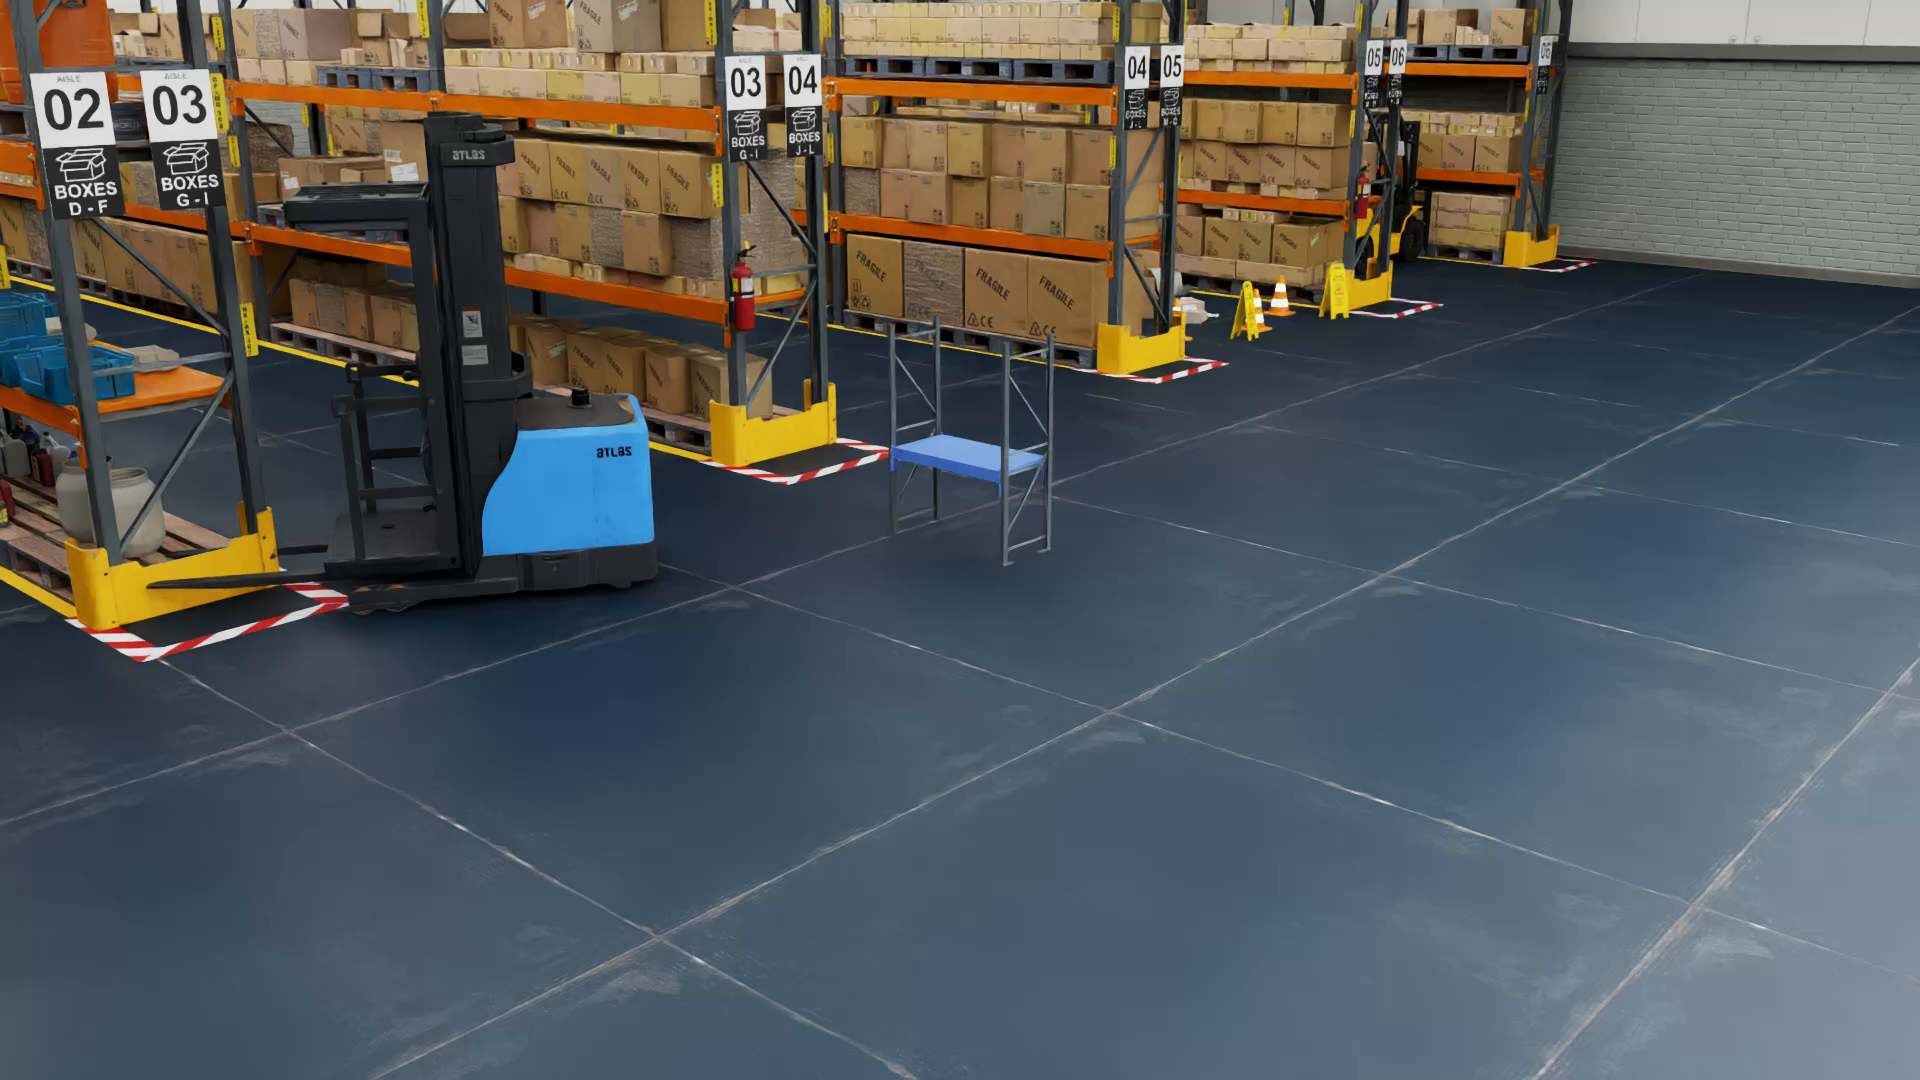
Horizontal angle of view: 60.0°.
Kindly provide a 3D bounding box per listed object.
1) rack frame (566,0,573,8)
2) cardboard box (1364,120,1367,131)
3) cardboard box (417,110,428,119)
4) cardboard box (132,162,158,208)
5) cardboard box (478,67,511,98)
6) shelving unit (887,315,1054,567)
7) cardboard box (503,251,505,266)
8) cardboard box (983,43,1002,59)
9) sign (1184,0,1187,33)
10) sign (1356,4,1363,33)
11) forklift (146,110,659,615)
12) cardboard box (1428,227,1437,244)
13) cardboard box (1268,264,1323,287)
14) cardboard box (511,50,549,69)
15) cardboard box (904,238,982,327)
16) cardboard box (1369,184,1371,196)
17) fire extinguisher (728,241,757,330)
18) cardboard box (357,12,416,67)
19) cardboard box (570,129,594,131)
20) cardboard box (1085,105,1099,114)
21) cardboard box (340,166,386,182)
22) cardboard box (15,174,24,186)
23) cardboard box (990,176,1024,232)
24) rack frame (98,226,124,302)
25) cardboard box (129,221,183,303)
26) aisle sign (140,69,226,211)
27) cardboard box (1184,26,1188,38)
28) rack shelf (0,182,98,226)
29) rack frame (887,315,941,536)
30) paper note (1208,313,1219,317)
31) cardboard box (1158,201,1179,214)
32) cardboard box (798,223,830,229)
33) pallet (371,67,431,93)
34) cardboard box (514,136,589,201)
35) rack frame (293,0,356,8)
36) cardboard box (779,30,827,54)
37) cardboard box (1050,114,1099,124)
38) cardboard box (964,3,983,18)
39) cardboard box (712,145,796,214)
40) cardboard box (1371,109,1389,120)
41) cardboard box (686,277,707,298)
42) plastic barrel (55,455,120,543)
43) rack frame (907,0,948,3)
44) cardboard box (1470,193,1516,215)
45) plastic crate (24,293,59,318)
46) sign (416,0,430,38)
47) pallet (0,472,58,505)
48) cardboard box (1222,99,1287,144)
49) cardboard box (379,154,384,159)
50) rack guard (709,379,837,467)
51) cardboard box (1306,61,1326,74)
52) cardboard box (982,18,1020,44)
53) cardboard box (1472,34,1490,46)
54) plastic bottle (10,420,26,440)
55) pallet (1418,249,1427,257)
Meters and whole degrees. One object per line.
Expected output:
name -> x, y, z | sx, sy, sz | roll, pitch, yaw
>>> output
rack frame -> -6.880, -10.479, 29.753 | 0.127, 3.000, 1.000 | 15, 23, 39
cardboard box -> 6.189, -6.350, 25.424 | 0.250, 0.149, 0.380 | 15, 23, 39
cardboard box -> -7.630, -6.375, 24.431 | 0.500, 0.500, 0.500 | 14, 22, 37
cardboard box -> -9.538, -4.271, 19.947 | 0.500, 0.500, 0.500 | 14, 23, 38
cardboard box -> -3.917, -4.073, 14.774 | 0.500, 0.250, 0.500 | 15, 23, 39
shelving unit -> 0.064, -0.698, 11.331 | 1.048, 1.500, 0.538 | 15, 23, 39
cardboard box -> -4.138, -2.640, 15.386 | 0.250, 0.149, 0.380 | 15, 23, 39
cardboard box -> 0.453, -5.070, 17.224 | 0.250, 0.149, 0.380 | 15, 23, 40
sign -> 2.249, -5.275, 16.739 | 0.005, 0.325, 0.100 | 15, 23, 39
sign -> 4.703, -6.137, 19.567 | 0.005, 0.325, 0.100 | 15, 23, 39
forklift -> -3.509, -1.116, 10.282 | 3.031, 2.935, 1.130 | -5, 18, -14
cardboard box -> 7.084, -4.647, 25.148 | 0.500, 0.250, 0.500 | 15, 23, 40
cardboard box -> 4.285, -3.402, 21.225 | 0.500, 0.250, 0.500 | 15, 23, 39
cardboard box -> -3.658, -4.171, 14.425 | 0.250, 0.149, 0.380 | 14, 23, 38
cardboard box -> -0.015, -2.935, 18.718 | 0.875, 0.875, 0.875 | 15, 23, 40
cardboard box -> 4.970, -4.402, 20.939 | 0.250, 0.149, 0.380 | 15, 23, 39
fire extinguisher -> -1.712, -2.000, 13.084 | 0.183, 0.674, 0.296 | 15, 23, 39
cardboard box -> -5.474, -4.953, 16.435 | 0.637, 0.503, 0.797 | 16, 24, 41
cardboard box -> -5.308, -5.637, 23.152 | 0.250, 0.149, 0.380 | 16, 24, 41
cardboard box -> 1.978, -6.083, 23.397 | 0.250, 0.149, 0.380 | 15, 23, 39
cardboard box -> -5.841, -3.544, 16.956 | 0.797, 0.503, 0.637 | -15, 23, -40
cardboard box -> -12.449, -4.854, 22.362 | 0.250, 0.149, 0.380 | 15, 23, 39
cardboard box -> 0.808, -3.649, 17.901 | 0.550, 0.550, 0.875 | 15, 23, 39
rack frame -> -10.467, -4.574, 21.065 | 0.127, 3.000, 1.000 | 15, 23, 39
cardboard box -> -9.306, -3.458, 20.368 | 0.875, 0.875, 1.225 | 14, 22, 37
aisle sign -> -4.531, -2.335, 9.712 | 0.004, 0.787, 0.394 | 15, 23, 39
cardboard box -> 2.917, -6.565, 21.477 | 0.250, 0.149, 0.380 | 14, 22, 37
rack shelf -> -11.963, -4.633, 22.439 | 4.000, 0.370, 1.077 | 15, 23, 39
rack frame -> -0.316, -0.800, 11.652 | 0.032, 1.500, 0.500 | 15, 23, 39
paper note -> 3.058, -2.731, 20.166 | 0.142, 0.019, 0.148 | 7, 19, 21
cardboard box -> 2.796, -4.445, 22.198 | 0.250, 0.149, 0.380 | 16, 24, 41
cardboard box -> -2.023, -5.538, 26.921 | 0.875, 0.875, 0.875 | 15, 23, 40
pallet -> -4.874, -4.456, 16.045 | 1.003, 0.211, 1.213 | 15, 23, 39
cardboard box -> -3.567, -3.285, 14.695 | 0.500, 0.500, 0.500 | 15, 23, 39
rack frame -> -10.091, -9.338, 26.161 | 0.127, 3.000, 1.000 | 15, 23, 39
cardboard box -> -1.750, -5.781, 19.299 | 0.500, 0.250, 0.500 | 15, 23, 40
cardboard box -> 1.597, -5.640, 23.074 | 0.500, 0.500, 0.500 | 15, 23, 38
cardboard box -> 0.259, -5.501, 17.266 | 0.250, 0.149, 0.380 | 15, 23, 40
cardboard box -> -1.722, -3.003, 13.804 | 0.500, 0.500, 0.500 | 15, 23, 39
cardboard box -> 6.444, -6.460, 25.280 | 0.250, 0.149, 0.380 | 15, 23, 39
cardboard box -> -2.028, -2.106, 13.703 | 0.250, 0.149, 0.380 | 15, 23, 39
plastic barrel -> -5.697, -0.274, 10.934 | 0.421, 0.512, 0.421 | 0, 18, 0
rack frame -> -0.597, -10.799, 30.764 | 0.127, 3.000, 1.000 | 15, 23, 39
cardboard box -> 7.827, -4.918, 24.349 | 0.500, 0.250, 0.500 | 16, 24, 41
plastic crate -> -6.763, -1.615, 11.989 | 0.616, 0.251, 0.499 | 15, 23, 39
sign -> -4.849, -4.705, 15.014 | 0.005, 0.325, 0.100 | 15, 23, 39
pallet -> -7.296, -0.374, 12.440 | 1.213, 0.211, 1.003 | 15, 23, 39
cardboard box -> 3.736, -5.308, 21.069 | 0.500, 0.500, 0.700 | 15, 23, 39
cardboard box -> -8.685, -5.858, 25.527 | 0.250, 0.149, 0.380 | 16, 23, 40
rack guard -> -1.548, -0.988, 13.899 | 0.348, 0.500, 1.175 | 15, 23, 39
cardboard box -> 4.426, -5.768, 20.283 | 0.250, 0.149, 0.380 | 15, 23, 40
cardboard box -> 0.577, -5.251, 17.136 | 0.500, 0.250, 0.500 | 15, 23, 39
cardboard box -> 7.557, -7.186, 23.892 | 0.250, 0.149, 0.380 | 14, 22, 38
plastic bottle -> -7.098, -0.730, 12.605 | 0.185, 0.351, 0.144 | 14, 23, 38
pallet -> 6.870, -4.590, 25.727 | 1.213, 0.211, 1.003 | 15, 23, 39
